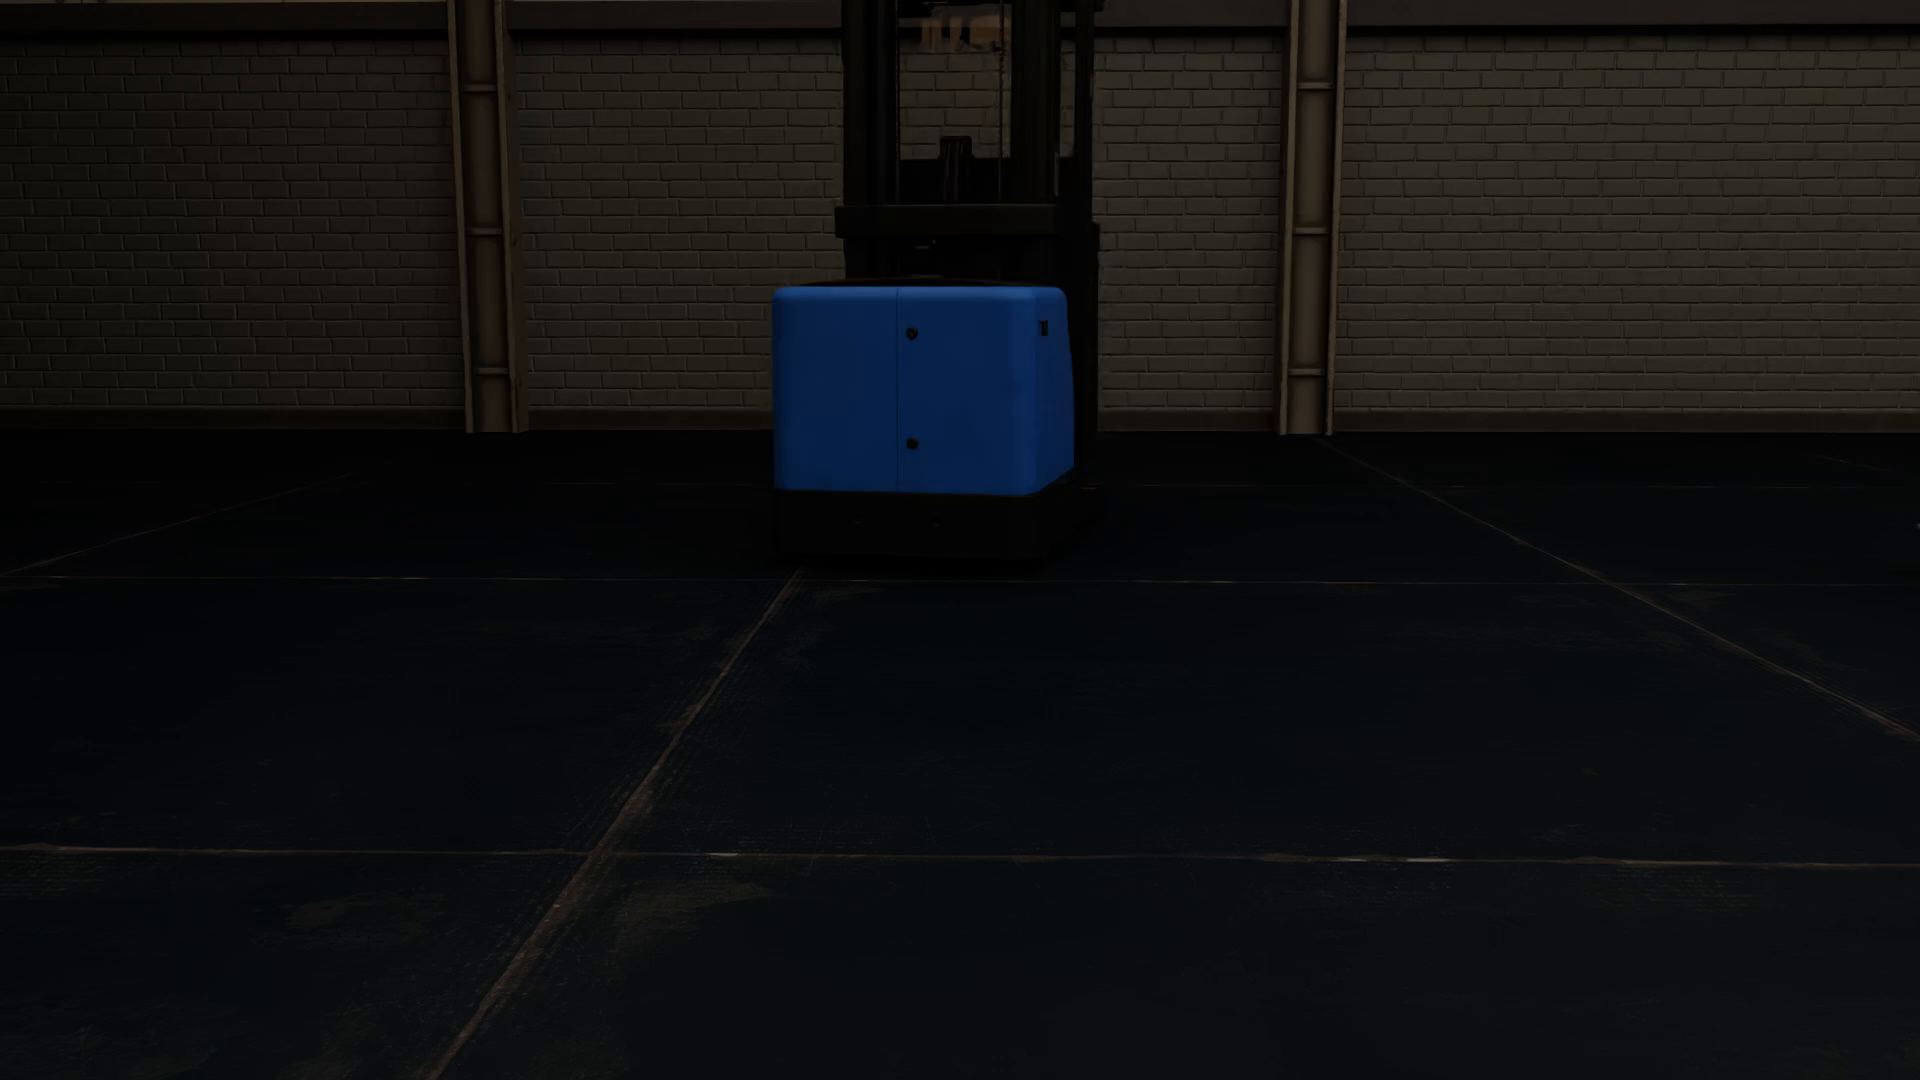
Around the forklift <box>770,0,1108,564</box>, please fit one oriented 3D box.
[{"bbox_3d":[0.083,-1.539,7.497,1.130,2.935,3.031,2,9,12],"label":"forklift"}]
